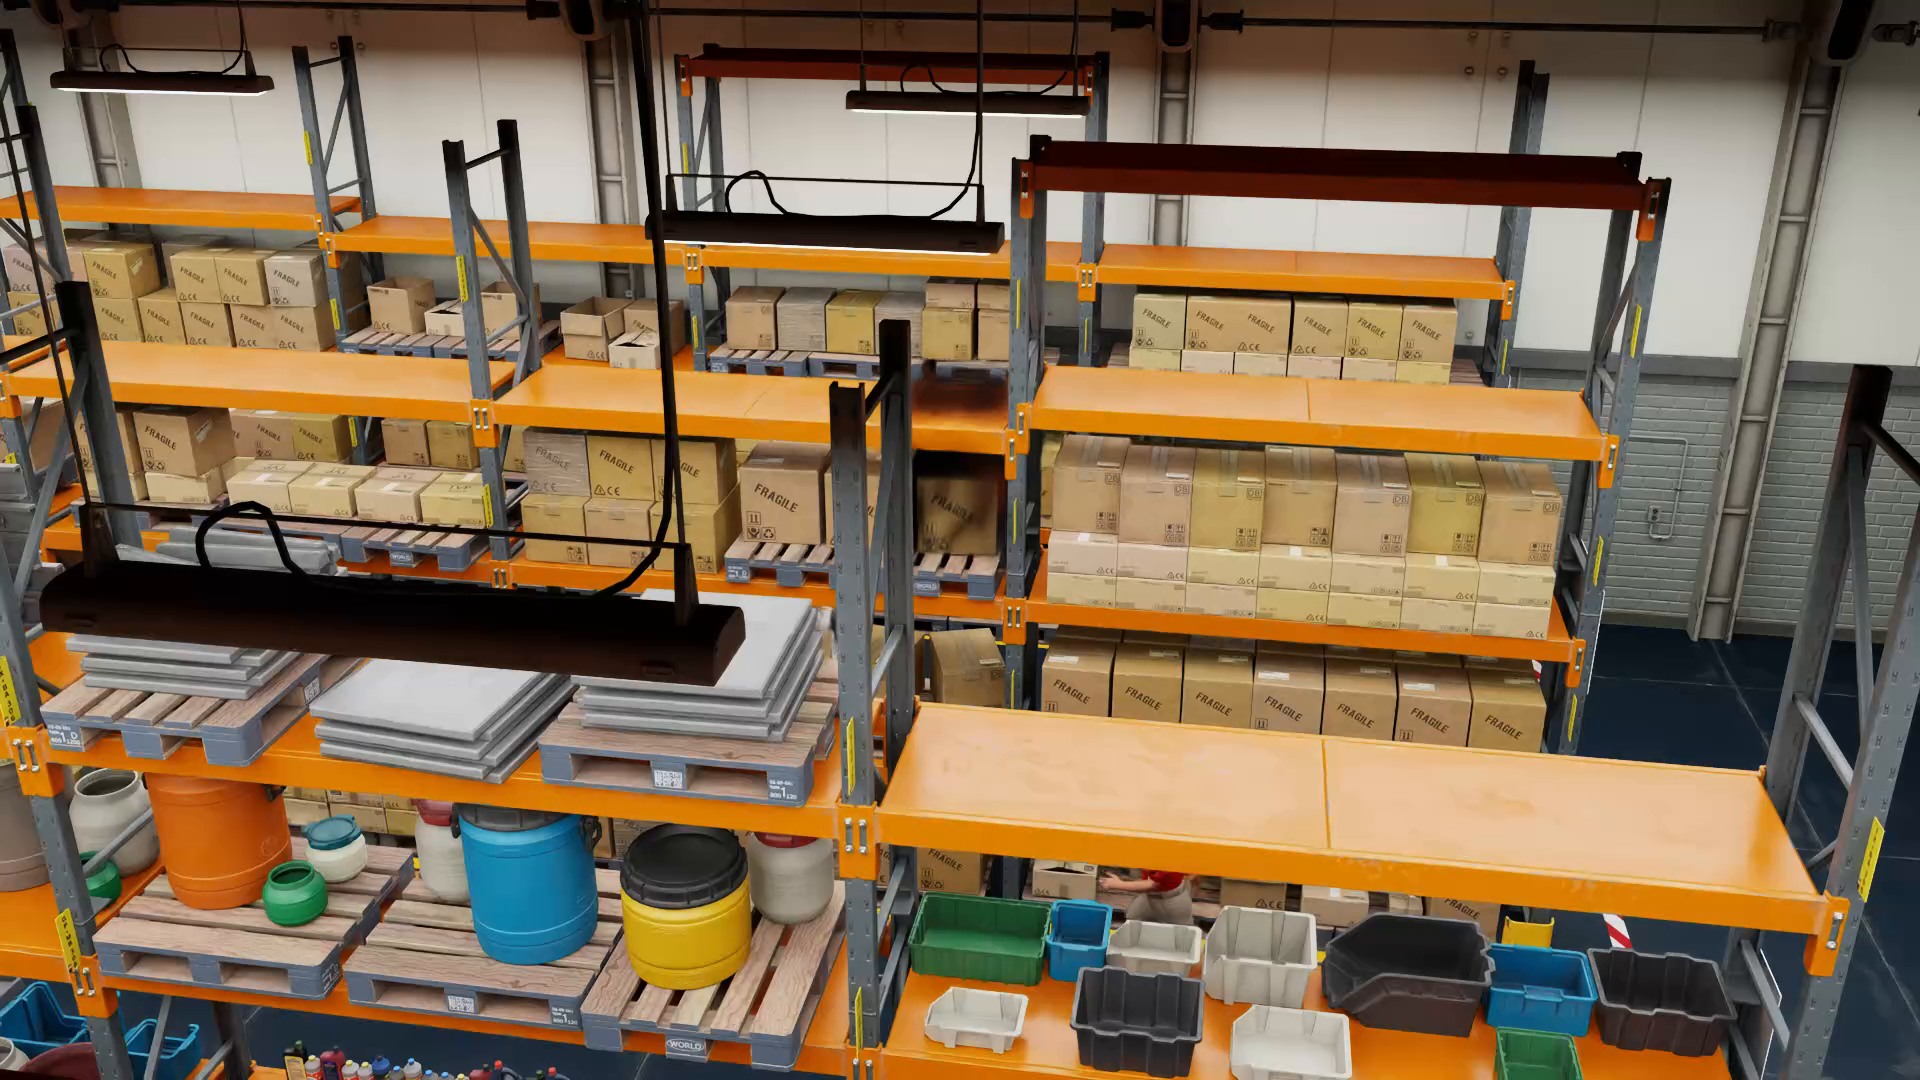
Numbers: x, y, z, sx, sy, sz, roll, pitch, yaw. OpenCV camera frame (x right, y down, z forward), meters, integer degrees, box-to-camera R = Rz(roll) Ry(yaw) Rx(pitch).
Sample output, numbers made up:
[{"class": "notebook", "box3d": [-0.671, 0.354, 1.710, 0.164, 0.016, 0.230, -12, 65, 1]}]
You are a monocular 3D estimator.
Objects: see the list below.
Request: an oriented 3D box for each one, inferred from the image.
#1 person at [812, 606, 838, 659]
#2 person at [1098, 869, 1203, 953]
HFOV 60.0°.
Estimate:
[{"class": "person", "box3d": [-1.323, 1.107, 15.114, 0.618, 1.820, 0.388, 10, 25, 23]}, {"class": "person", "box3d": [1.431, 2.580, 11.848, 0.976, 1.661, 0.586, 4, 23, 9]}]
